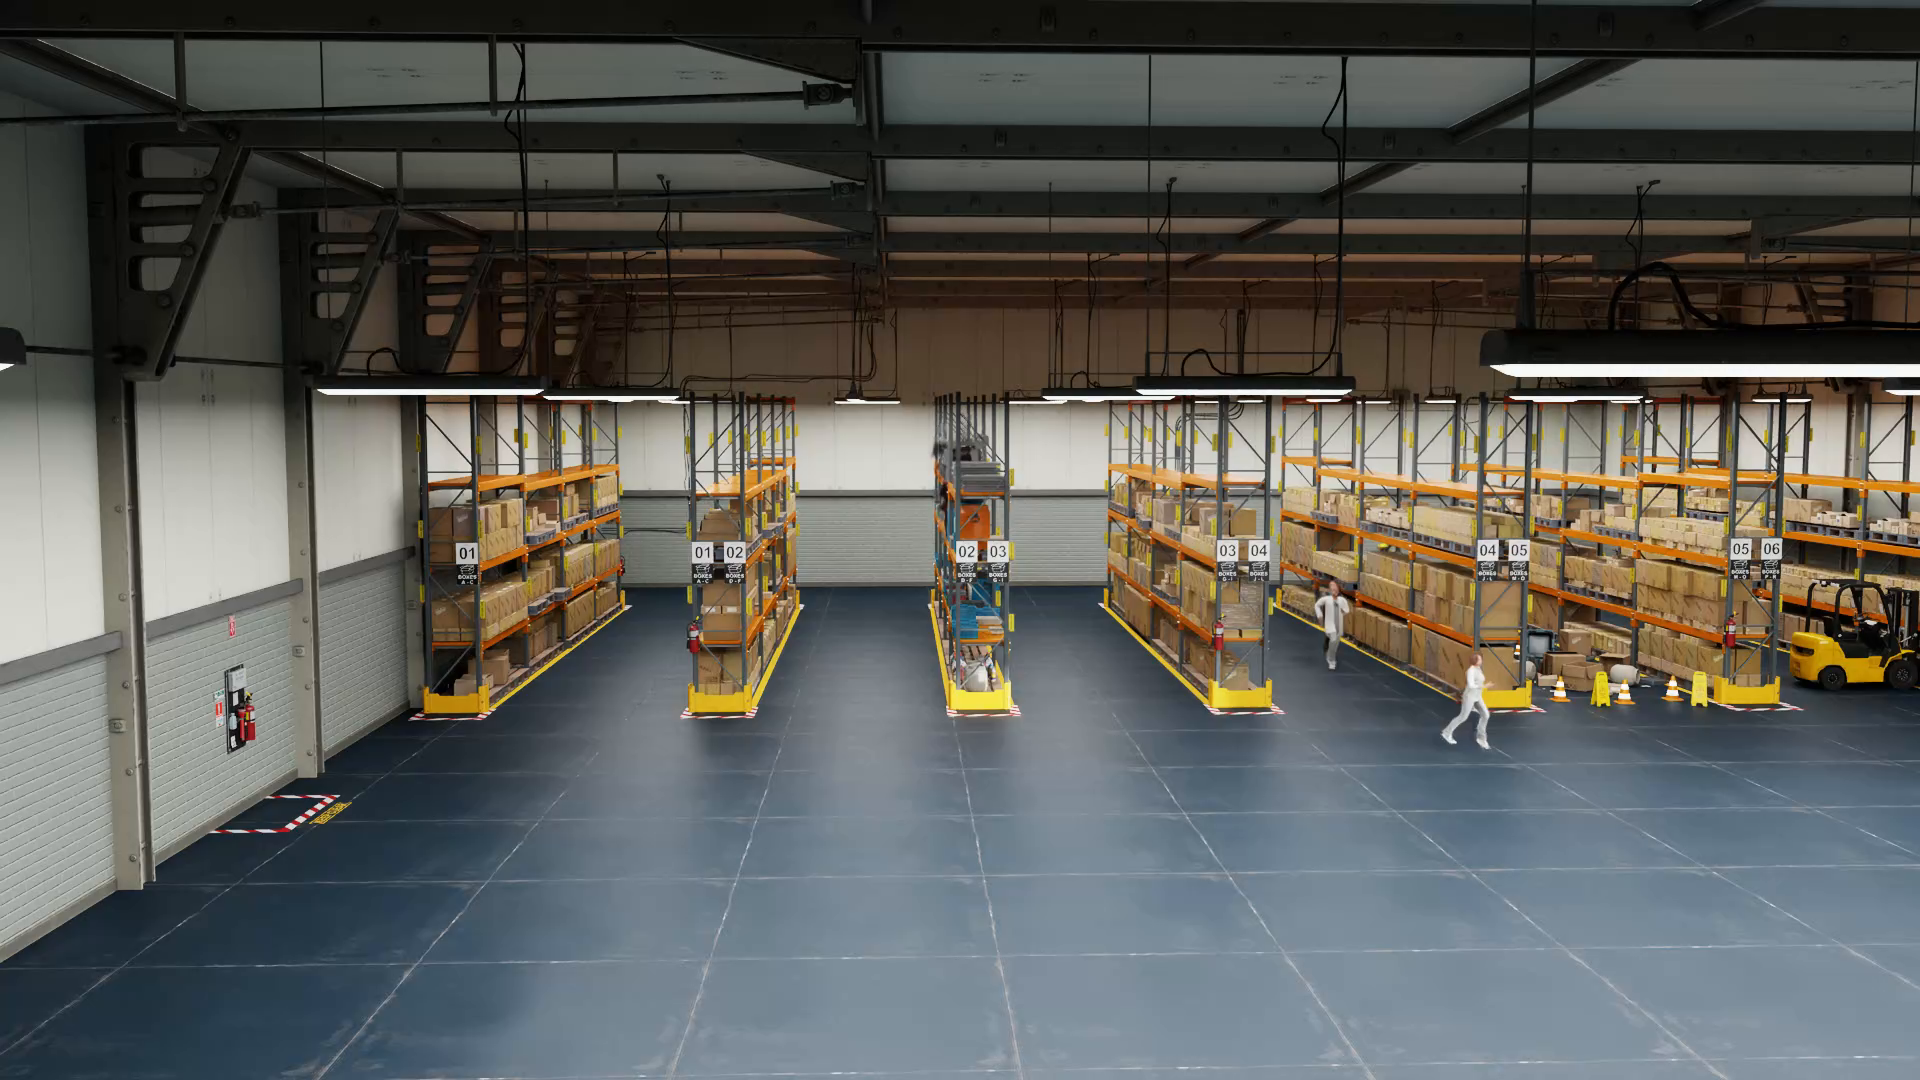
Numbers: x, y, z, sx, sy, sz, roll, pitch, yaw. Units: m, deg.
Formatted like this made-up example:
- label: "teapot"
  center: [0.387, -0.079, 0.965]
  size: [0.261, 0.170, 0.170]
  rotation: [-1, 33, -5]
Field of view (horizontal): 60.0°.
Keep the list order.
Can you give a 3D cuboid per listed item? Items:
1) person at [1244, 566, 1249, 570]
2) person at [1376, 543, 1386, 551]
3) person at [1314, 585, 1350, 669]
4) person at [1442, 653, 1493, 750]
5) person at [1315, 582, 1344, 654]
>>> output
- label: "person"
  center: [8.030, 1.227, 45.307]
  size: [0.725, 1.714, 0.718]
  rotation: [0, 5, 4]
- label: "person"
  center: [12.601, 0.930, 49.274]
  size: [0.624, 1.713, 0.682]
  rotation: [0, 5, 2]
- label: "person"
  center: [8.214, 1.910, 36.588]
  size: [0.669, 1.849, 0.835]
  rotation: [-1, 5, -12]
- label: "person"
  center: [8.553, 2.692, 27.896]
  size: [0.845, 1.632, 0.547]
  rotation: [4, 6, 38]
- label: "person"
  center: [8.549, 1.809, 38.196]
  size: [0.634, 1.698, 0.670]
  rotation: [-1, 5, -7]
